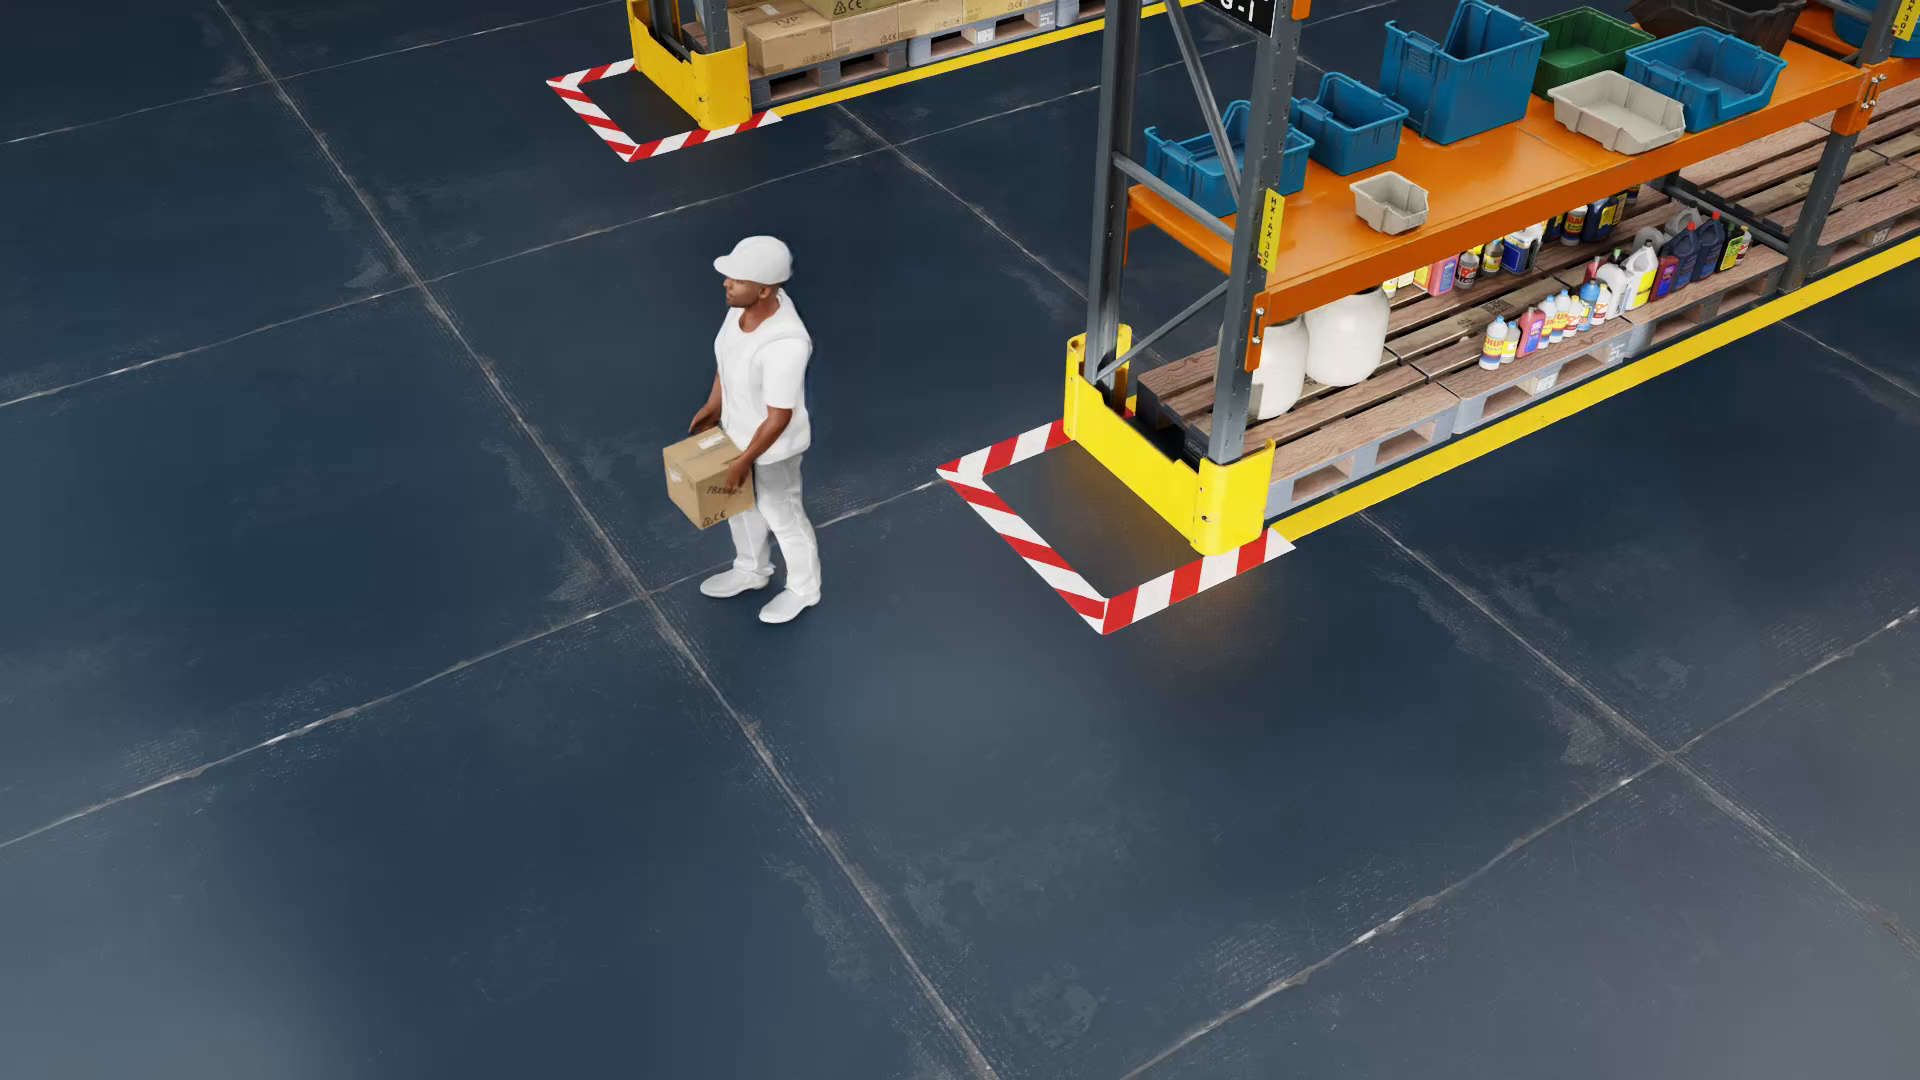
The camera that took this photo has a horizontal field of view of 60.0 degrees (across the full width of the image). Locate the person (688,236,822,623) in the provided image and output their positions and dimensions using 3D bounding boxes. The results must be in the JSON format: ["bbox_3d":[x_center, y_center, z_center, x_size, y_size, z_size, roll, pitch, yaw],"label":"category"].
[{"bbox_3d":[-0.827,-0.399,6.604,0.493,1.767,0.560,-17,43,-19],"label":"person"}]
